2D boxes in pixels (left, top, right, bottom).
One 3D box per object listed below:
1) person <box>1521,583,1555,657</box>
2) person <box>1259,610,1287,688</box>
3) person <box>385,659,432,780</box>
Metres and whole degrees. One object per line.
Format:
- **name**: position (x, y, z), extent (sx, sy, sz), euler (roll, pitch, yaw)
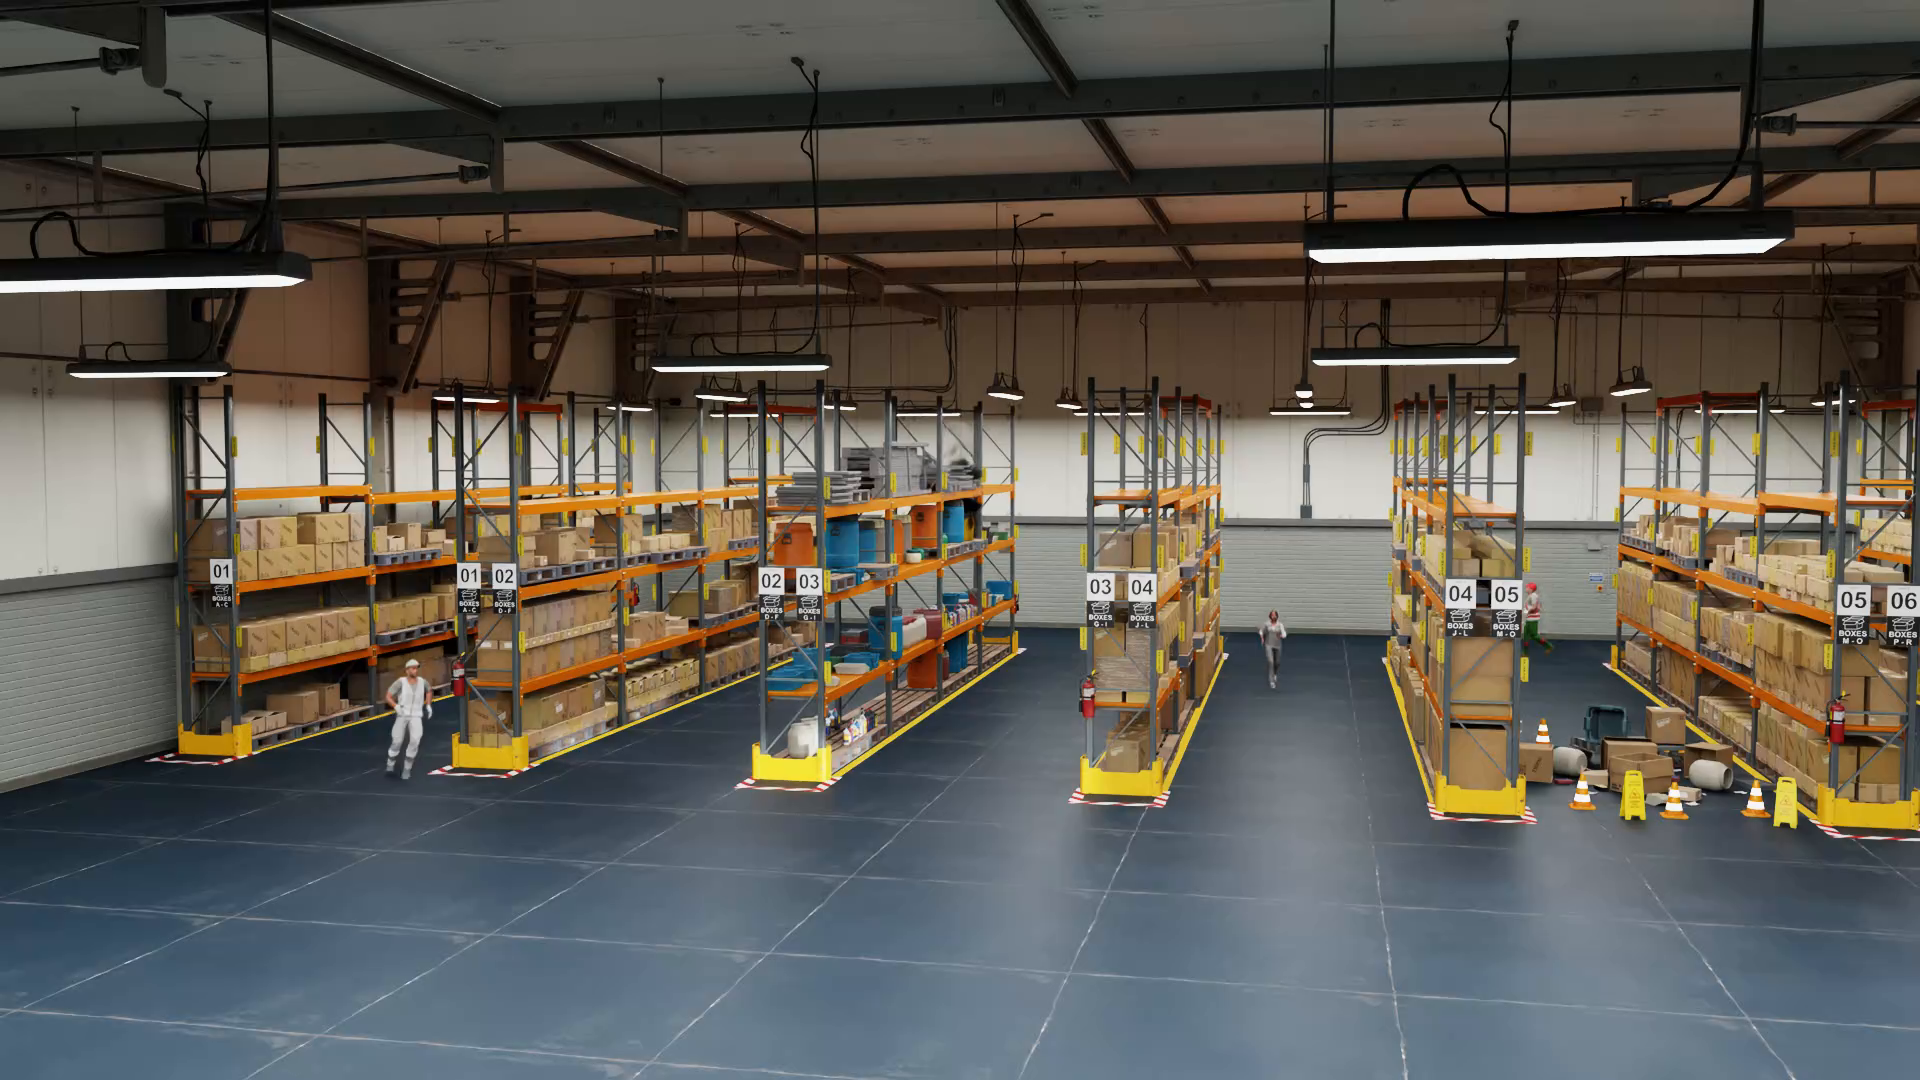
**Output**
- **person**: position (13.549, 1.908, 39.169), extent (0.889, 1.802, 0.665), euler (1, 3, 19)
- **person**: position (6.518, 2.247, 34.627), extent (0.537, 1.585, 0.893), euler (0, 3, 3)
- **person**: position (-8.371, 2.711, 25.300), extent (0.717, 1.801, 0.701), euler (-2, 4, -28)
